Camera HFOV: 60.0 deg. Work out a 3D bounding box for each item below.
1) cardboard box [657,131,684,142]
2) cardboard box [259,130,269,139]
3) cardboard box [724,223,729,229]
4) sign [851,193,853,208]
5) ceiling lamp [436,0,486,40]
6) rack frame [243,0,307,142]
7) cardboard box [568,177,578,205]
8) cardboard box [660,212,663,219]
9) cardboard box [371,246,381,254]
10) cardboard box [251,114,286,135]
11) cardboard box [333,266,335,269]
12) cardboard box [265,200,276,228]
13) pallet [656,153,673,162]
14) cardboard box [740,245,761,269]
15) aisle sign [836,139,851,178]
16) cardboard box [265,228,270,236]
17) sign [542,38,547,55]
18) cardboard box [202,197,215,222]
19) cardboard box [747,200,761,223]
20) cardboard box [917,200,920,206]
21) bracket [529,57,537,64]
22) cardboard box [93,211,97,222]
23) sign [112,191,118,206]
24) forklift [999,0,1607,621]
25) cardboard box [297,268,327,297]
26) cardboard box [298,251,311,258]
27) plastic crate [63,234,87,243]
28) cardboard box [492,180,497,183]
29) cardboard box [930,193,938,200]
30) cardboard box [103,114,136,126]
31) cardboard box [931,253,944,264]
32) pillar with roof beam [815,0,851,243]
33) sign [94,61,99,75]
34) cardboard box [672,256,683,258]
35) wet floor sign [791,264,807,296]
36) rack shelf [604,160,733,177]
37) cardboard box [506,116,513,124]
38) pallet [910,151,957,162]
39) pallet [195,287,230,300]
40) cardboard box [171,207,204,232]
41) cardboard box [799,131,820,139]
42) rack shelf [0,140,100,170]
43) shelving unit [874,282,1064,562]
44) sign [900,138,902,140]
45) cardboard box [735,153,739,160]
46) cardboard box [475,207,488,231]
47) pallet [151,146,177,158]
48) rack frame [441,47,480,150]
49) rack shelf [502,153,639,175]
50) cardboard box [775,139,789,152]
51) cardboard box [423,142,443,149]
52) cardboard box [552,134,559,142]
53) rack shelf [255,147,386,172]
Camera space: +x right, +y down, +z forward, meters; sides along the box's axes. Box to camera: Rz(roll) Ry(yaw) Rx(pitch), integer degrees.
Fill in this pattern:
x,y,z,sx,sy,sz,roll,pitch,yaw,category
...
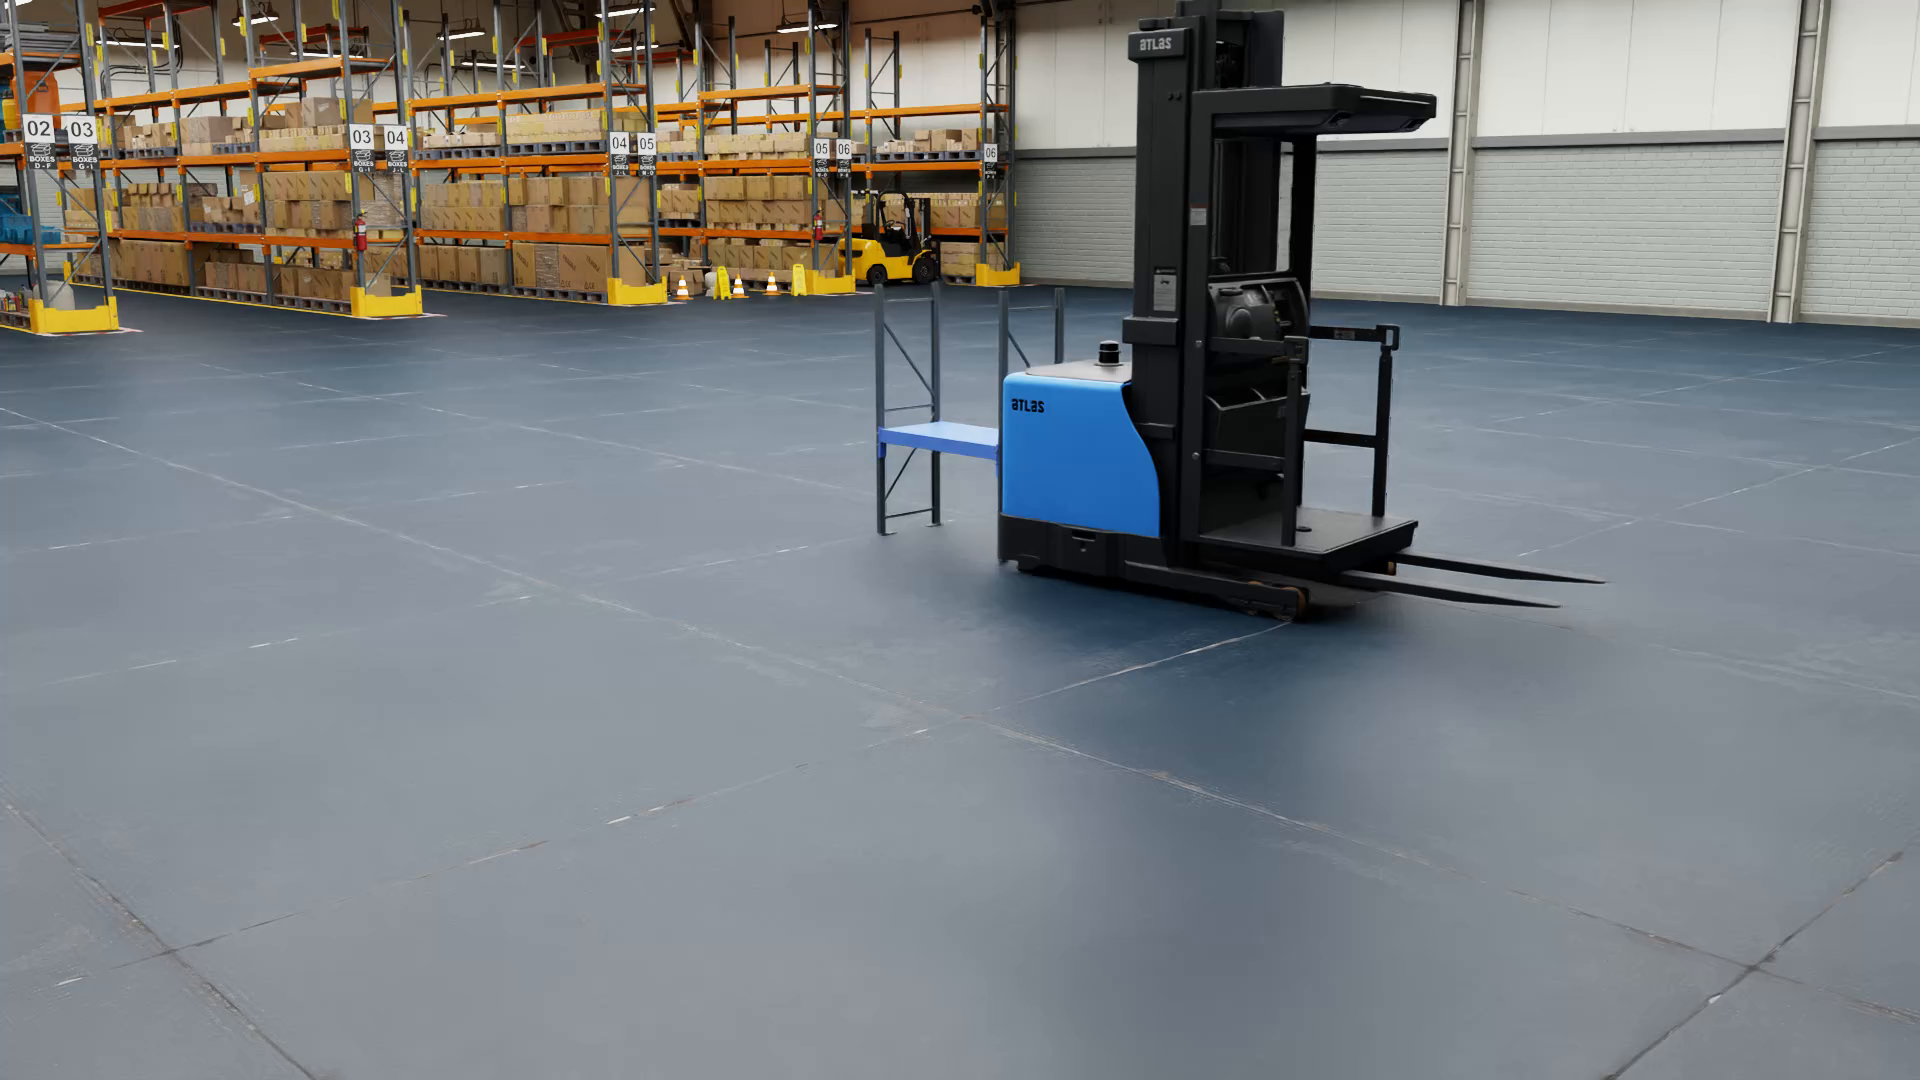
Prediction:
x,y,z,sx,sy,sz,roll,pitch,yaw,category
-6.692,-9.387,38.698,0.500,0.250,0.500,-11,16,-42,cardboard box
-12.644,-7.448,30.577,0.250,0.149,0.380,11,16,44,cardboard box
-5.075,-7.050,37.320,0.380,0.149,0.250,-11,16,-43,cardboard box
-2.324,-7.244,35.492,0.100,0.325,0.005,-11,16,-43,sign
-12.007,-13.867,40.450,0.800,3.185,2.000,-11,16,-43,ceiling lamp
-12.646,-8.885,30.738,1.000,3.000,0.127,-11,16,-43,rack frame
-7.190,-6.870,32.774,0.875,0.550,0.550,-11,16,-43,cardboard box
-6.835,-7.651,39.195,0.250,0.149,0.380,11,16,43,cardboard box
-13.476,-6.843,38.986,0.500,0.250,0.500,-10,15,-40,cardboard box
-12.899,-7.755,31.388,0.637,0.503,0.797,11,16,42,cardboard box
-15.150,-6.660,40.827,0.380,0.149,0.250,-10,16,-41,cardboard box
-12.380,-6.067,30.943,0.875,0.500,0.500,-11,16,-43,cardboard box
-6.546,-8.961,39.004,1.213,0.211,1.003,-11,16,-43,pallet
-4.531,-6.278,36.865,0.500,0.500,0.500,-10,15,-40,cardboard box
-2.449,-8.052,35.116,0.394,0.787,0.004,-11,16,-43,aisle sign
-12.715,-5.751,31.013,0.380,0.149,0.250,-11,16,-43,cardboard box
-8.571,-10.171,34.269,0.100,0.325,0.005,-11,16,-43,sign
-15.006,-6.712,33.769,0.500,0.500,0.500,9,15,38,cardboard box
-4.312,-7.203,36.457,0.500,0.500,0.500,-11,16,-42,cardboard box
-0.808,-8.075,39.818,0.380,0.149,0.250,-11,16,-44,cardboard box
-13.568,-15.349,53.190,0.235,0.232,0.430,-11,16,-43,bracket
-19.377,-7.364,37.857,0.500,0.250,0.500,-10,16,-41,cardboard box
-18.571,-7.500,36.538,0.100,0.325,0.005,-11,16,-43,sign
1.680,-1.166,8.306,3.031,2.935,1.130,9,15,38,forklift
-11.998,-4.782,30.842,0.500,0.500,0.500,-5,13,-25,cardboard box
-16.570,-7.249,42.213,0.250,0.149,0.380,11,16,42,cardboard box
-13.851,-4.719,26.038,0.298,0.136,0.250,-11,16,-43,plastic crate
-12.283,-9.548,44.488,0.380,0.149,0.250,-11,16,-44,cardboard box
-0.482,-8.144,39.415,0.380,0.149,0.250,-10,16,-41,cardboard box
-18.815,-9.393,37.240,0.500,0.250,0.500,10,16,41,cardboard box
-0.401,-6.715,39.605,0.500,0.250,0.500,-11,16,-44,cardboard box
-6.215,-10.878,40.409,9.100,9.000,0.548,-11,16,-43,pillar with roof beam
-20.531,-11.206,39.493,0.100,0.325,0.005,-11,16,-43,sign
-8.013,-8.037,47.514,0.250,0.149,0.380,11,16,43,cardboard box
-3.359,-5.414,34.592,0.267,0.644,0.232,-5,13,-23,wet floor sign
-6.860,-8.737,39.233,1.077,0.370,4.000,-11,16,-43,rack shelf
-8.983,-8.514,33.728,0.380,0.149,0.250,-11,16,-42,cardboard box
-0.445,-9.147,39.662,1.003,0.211,1.213,-11,16,-43,pallet
-14.870,-5.051,33.904,1.003,0.211,1.213,-11,16,-43,pallet
-15.928,-6.617,34.349,0.500,0.500,0.500,-10,15,-41,cardboard box
-3.163,-8.489,34.895,0.380,0.149,0.250,-11,16,-42,cardboard box
-14.847,-6.082,26.346,1.077,0.370,4.000,-11,16,-43,rack shelf
0.043,-0.724,9.710,0.538,1.500,1.048,-11,16,-43,shelving unit
-1.491,-9.859,41.420,0.100,0.325,0.005,-11,16,-43,sign
-4.729,-8.445,36.657,0.250,0.149,0.380,11,16,43,cardboard box
-9.891,-6.785,35.163,0.500,0.500,0.500,-11,16,-43,cardboard box
-15.891,-7.994,34.313,1.213,0.211,1.003,-10,15,-40,pallet
-13.766,-12.018,45.941,1.000,3.000,0.127,-11,16,-43,rack frame
-7.608,-7.448,32.980,1.077,0.370,4.000,-11,16,-43,rack shelf
-3.601,-8.398,35.442,0.500,0.250,0.500,-11,16,-43,cardboard box
-11.636,-8.737,36.785,0.250,0.149,0.380,11,16,43,cardboard box
-7.754,-7.864,32.550,0.380,0.149,0.250,-11,16,-42,cardboard box
-11.265,-6.772,29.696,1.077,0.370,4.000,-11,16,-43,rack shelf
